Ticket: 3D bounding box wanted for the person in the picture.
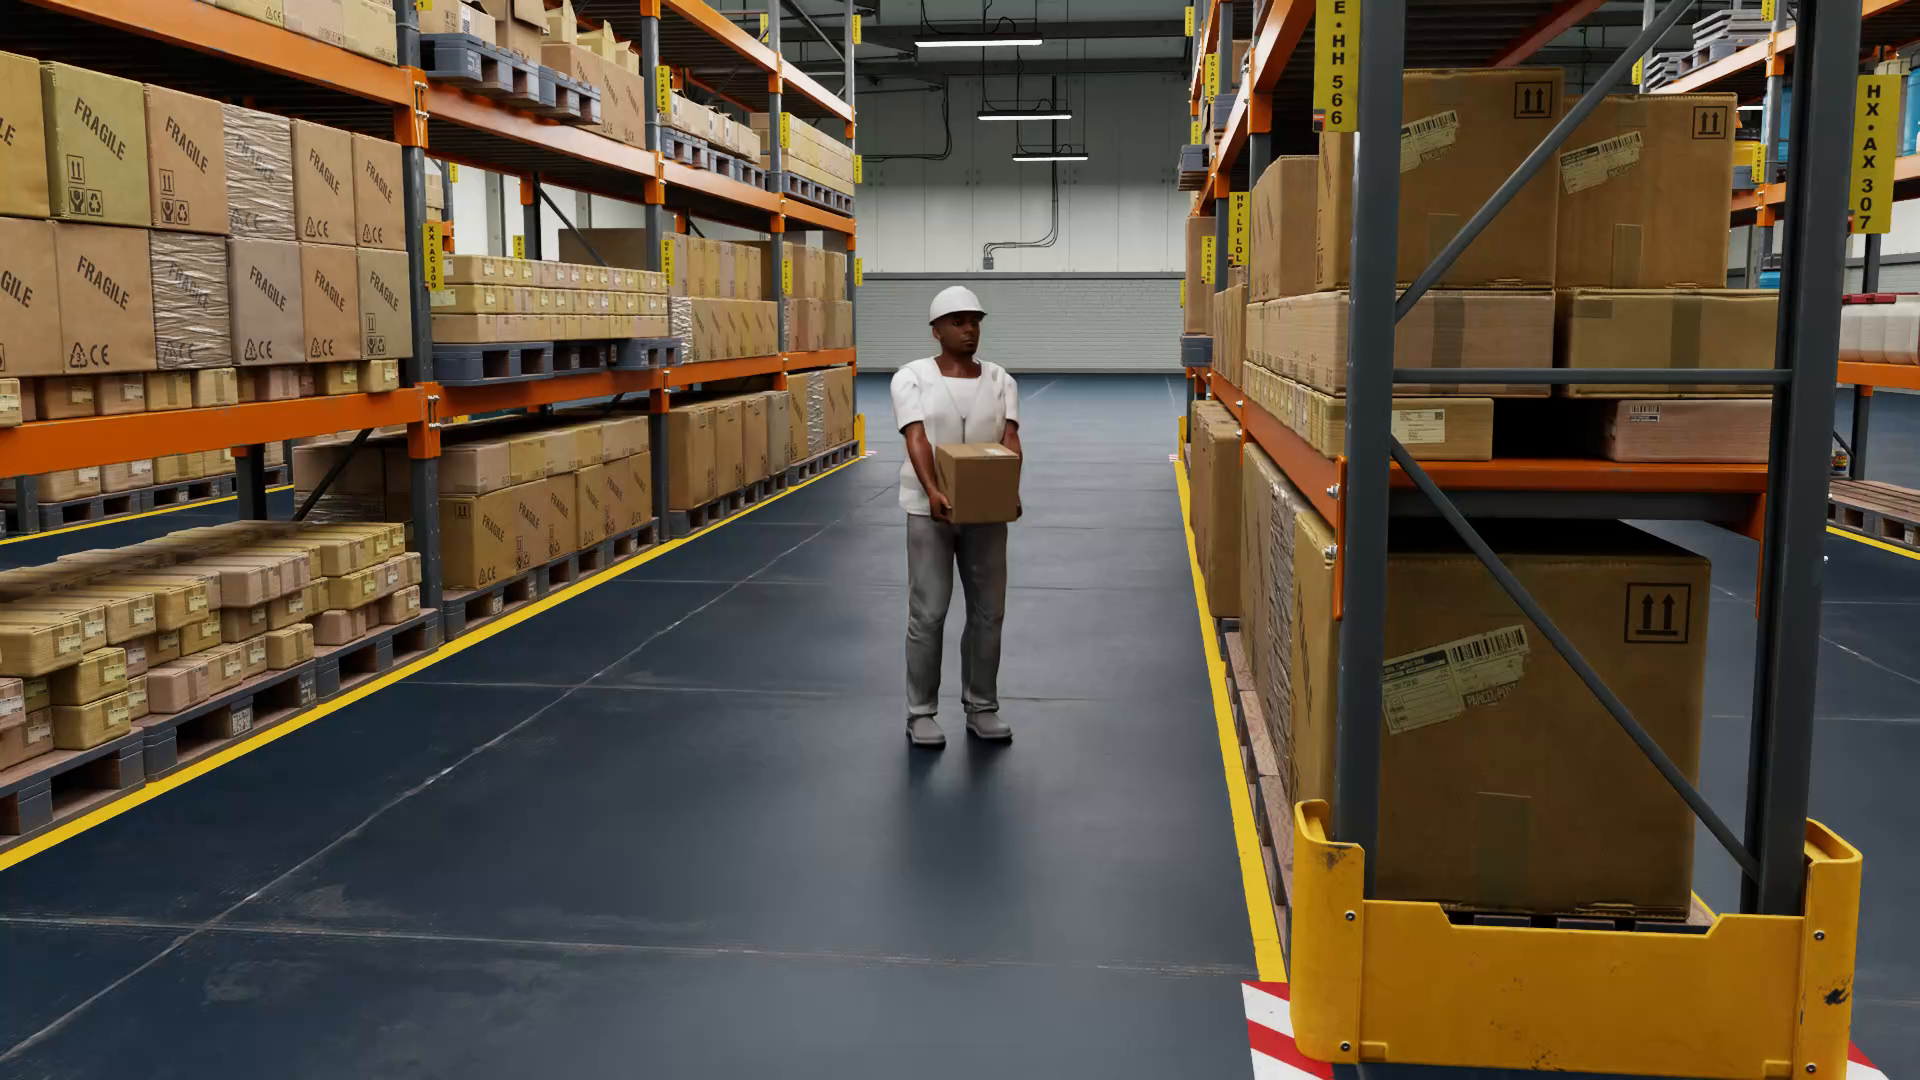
[{"bbox_3d":[0.021,-0.087,6.379,0.503,1.760,0.586,-2,8,-17],"label":"person"}]
